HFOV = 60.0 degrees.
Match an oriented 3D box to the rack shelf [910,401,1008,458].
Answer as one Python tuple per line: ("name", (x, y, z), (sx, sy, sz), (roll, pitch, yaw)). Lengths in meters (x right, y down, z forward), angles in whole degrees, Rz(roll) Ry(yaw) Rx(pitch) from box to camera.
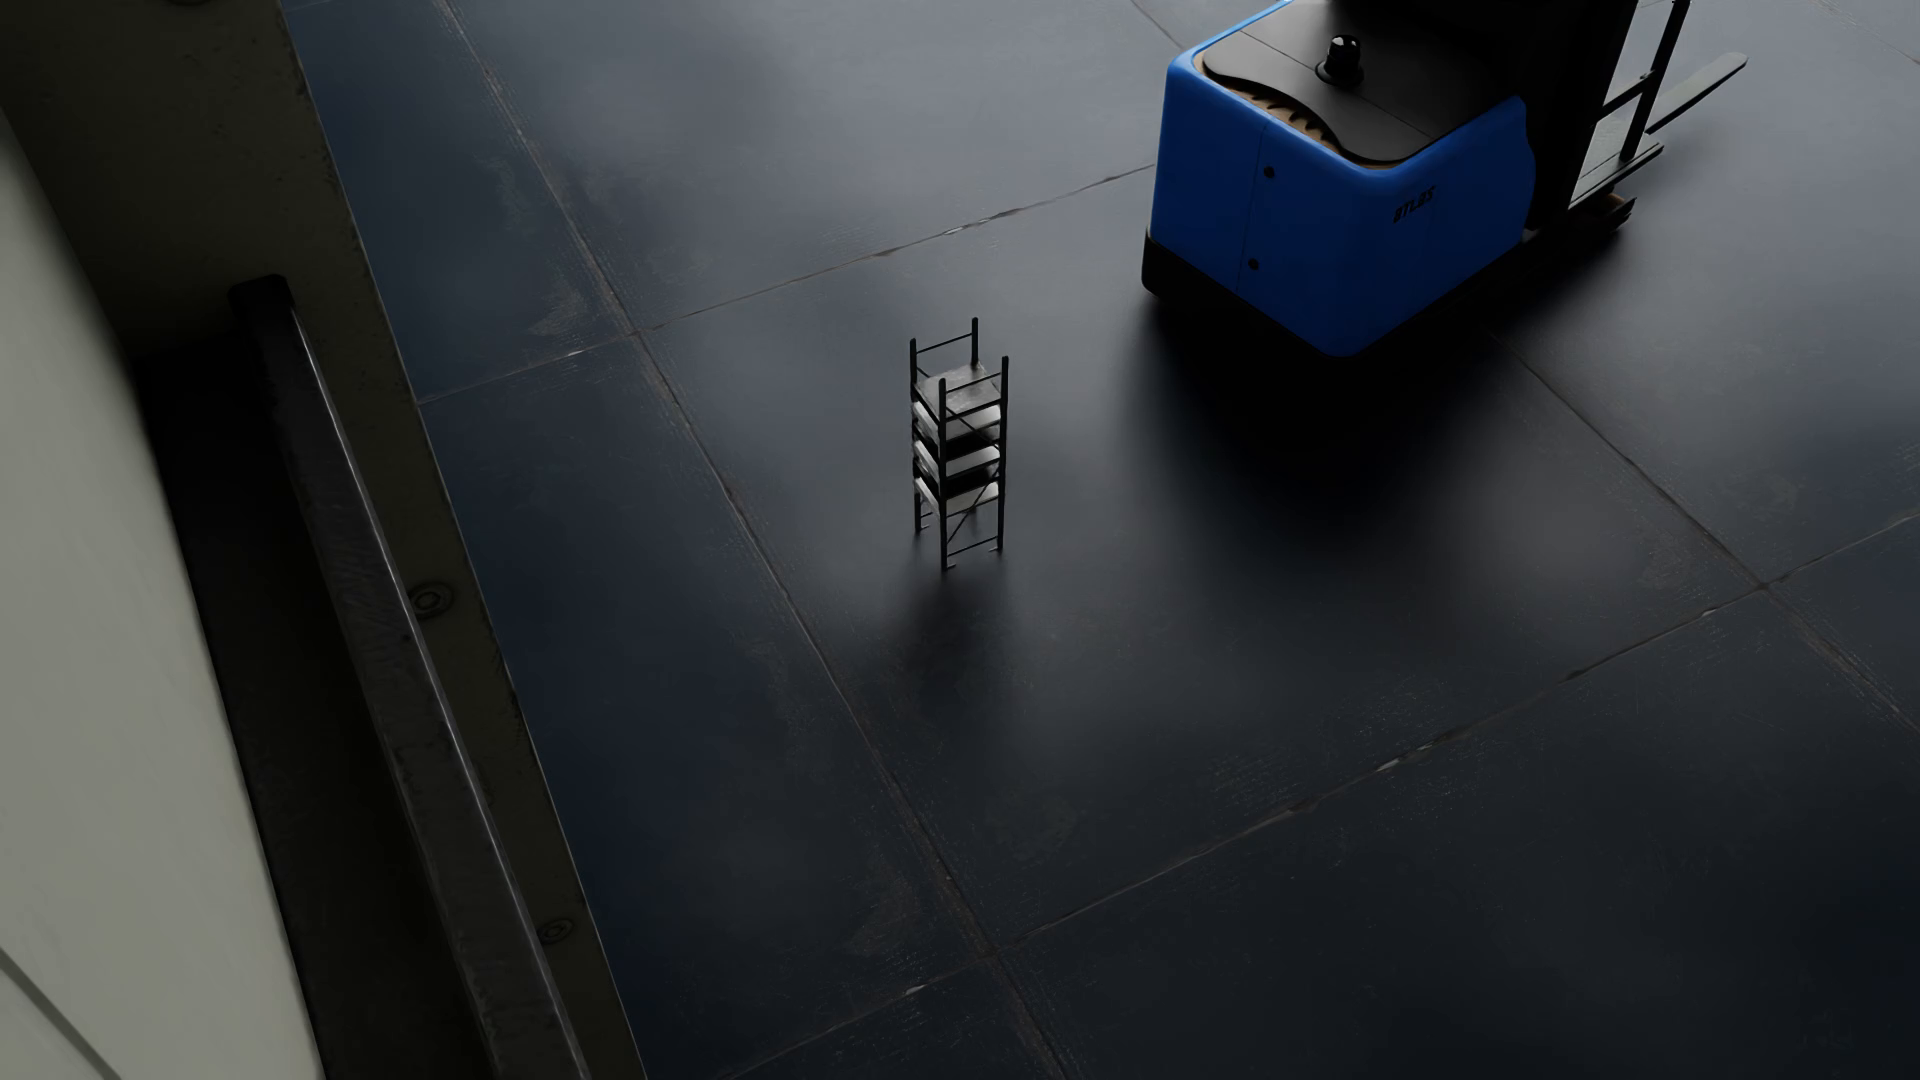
("rack shelf", (-0.004, -0.398, 5.404), (0.258, 0.077, 0.200), (-21, 52, -18))

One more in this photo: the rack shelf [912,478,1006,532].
("rack shelf", (-0.004, -0.161, 5.675), (0.258, 0.077, 0.200), (-21, 52, -18))

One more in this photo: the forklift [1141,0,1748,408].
("forklift", (2.169, -2.420, 6.019), (3.031, 2.935, 1.130), (-33, 57, -26))

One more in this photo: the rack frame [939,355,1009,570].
("rack frame", (0.043, -0.234, 5.455), (0.240, 0.900, 0.006), (-21, 52, -18))

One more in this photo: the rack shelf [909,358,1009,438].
("rack shelf", (-0.004, -0.458, 5.337), (0.258, 0.077, 0.200), (-21, 52, -18))

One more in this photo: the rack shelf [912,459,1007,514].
("rack shelf", (-0.004, -0.221, 5.608), (0.258, 0.077, 0.200), (-21, 52, -18))

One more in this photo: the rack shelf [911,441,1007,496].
("rack shelf", (-0.004, -0.280, 5.540), (0.258, 0.077, 0.200), (-21, 52, -18))

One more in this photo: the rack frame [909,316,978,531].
("rack frame", (-0.050, -0.370, 5.574), (0.240, 0.900, 0.006), (-21, 52, -18))

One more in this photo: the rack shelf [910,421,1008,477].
("rack shelf", (-0.004, -0.339, 5.472), (0.258, 0.077, 0.200), (-21, 52, -18))

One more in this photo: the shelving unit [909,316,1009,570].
("shelving unit", (-0.004, -0.302, 5.515), (0.258, 0.900, 0.210), (-21, 52, -18))
